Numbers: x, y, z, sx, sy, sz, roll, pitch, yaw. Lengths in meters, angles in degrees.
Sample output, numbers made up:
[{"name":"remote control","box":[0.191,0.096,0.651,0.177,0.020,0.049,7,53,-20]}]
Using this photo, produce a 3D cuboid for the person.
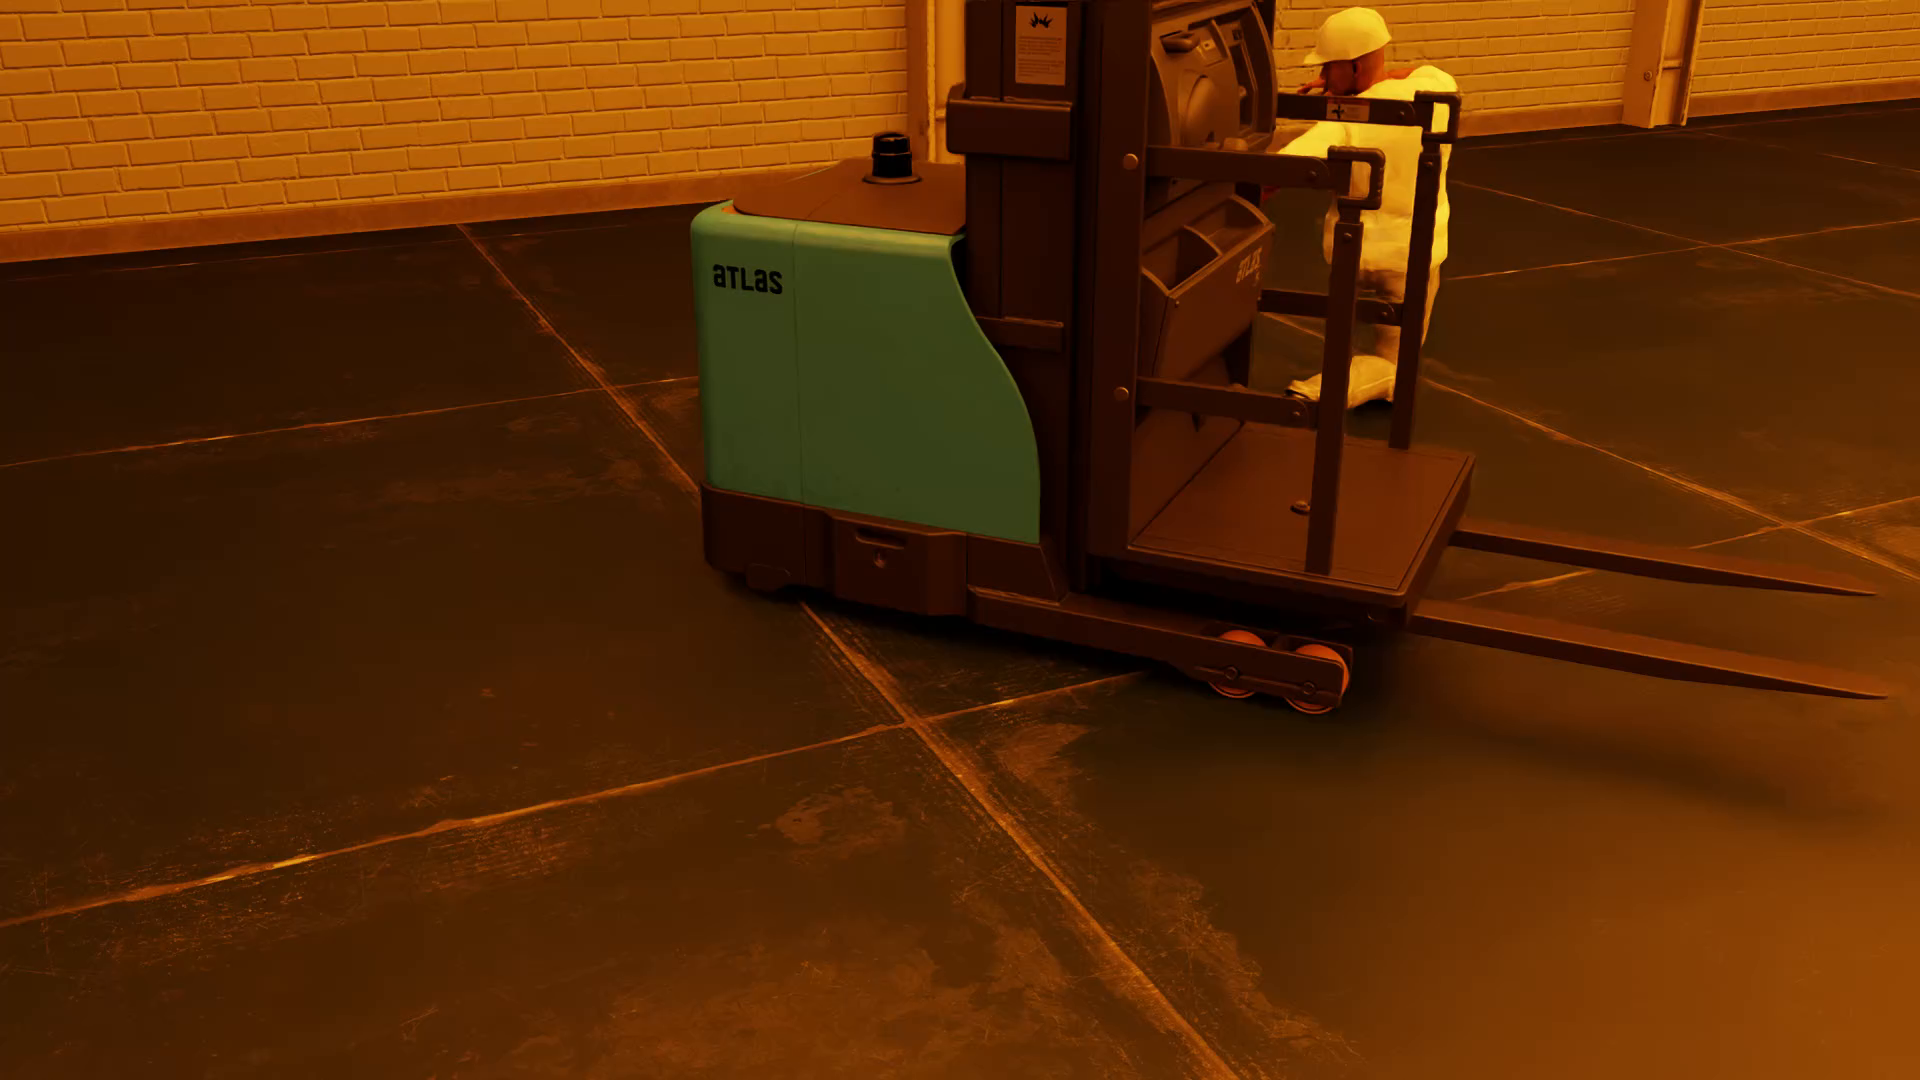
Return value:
[{"name":"person","box":[1.295,-1.103,5.866,0.839,1.502,0.973,11,25,24]}]

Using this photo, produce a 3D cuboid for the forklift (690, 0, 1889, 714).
[{"name":"forklift","box":[0.824,-1.159,4.076,3.031,2.935,1.130,10,25,23]}]
